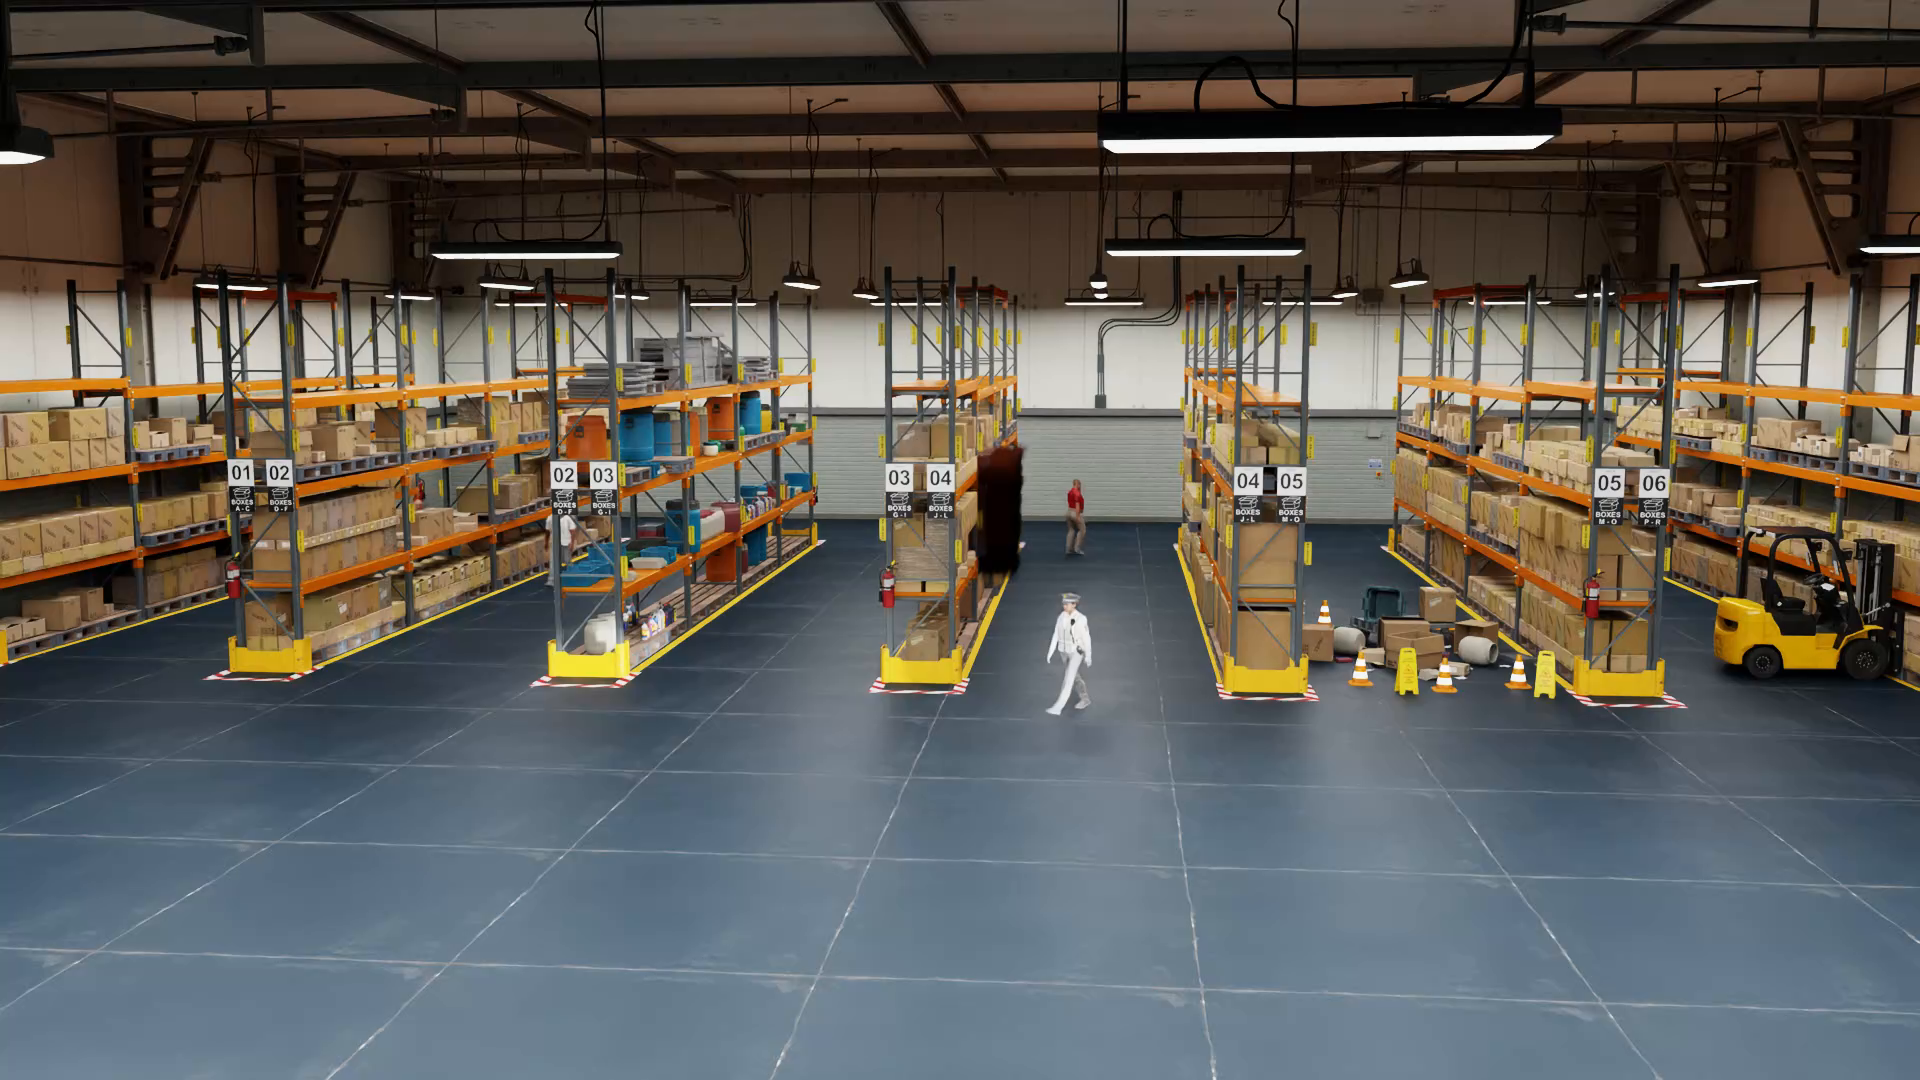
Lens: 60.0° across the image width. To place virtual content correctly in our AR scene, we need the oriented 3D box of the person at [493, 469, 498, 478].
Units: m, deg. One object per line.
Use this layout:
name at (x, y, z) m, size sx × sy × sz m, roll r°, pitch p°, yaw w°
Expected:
person at (-12.311, -1.127, 43.759) m, size 0.699 × 1.507 × 0.420 m, roll 5°, pitch 9°, yaw 37°

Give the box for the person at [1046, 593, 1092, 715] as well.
person at (1.414, 1.504, 22.115) m, size 1.045 × 1.610 × 0.518 m, roll -6°, pitch 9°, yaw -41°

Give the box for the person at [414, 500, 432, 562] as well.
person at (-11.213, -0.027, 34.656) m, size 0.671 × 1.680 × 0.665 m, roll 2°, pitch 7°, yaw 14°

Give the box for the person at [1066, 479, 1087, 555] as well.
person at (2.684, -0.518, 38.601) m, size 0.444 × 1.789 × 0.607 m, roll -3°, pitch 8°, yaw -24°

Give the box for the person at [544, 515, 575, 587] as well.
person at (-8.115, 0.061, 33.601) m, size 0.661 × 1.704 × 1.099 m, roll 0°, pitch 7°, yaw 1°
